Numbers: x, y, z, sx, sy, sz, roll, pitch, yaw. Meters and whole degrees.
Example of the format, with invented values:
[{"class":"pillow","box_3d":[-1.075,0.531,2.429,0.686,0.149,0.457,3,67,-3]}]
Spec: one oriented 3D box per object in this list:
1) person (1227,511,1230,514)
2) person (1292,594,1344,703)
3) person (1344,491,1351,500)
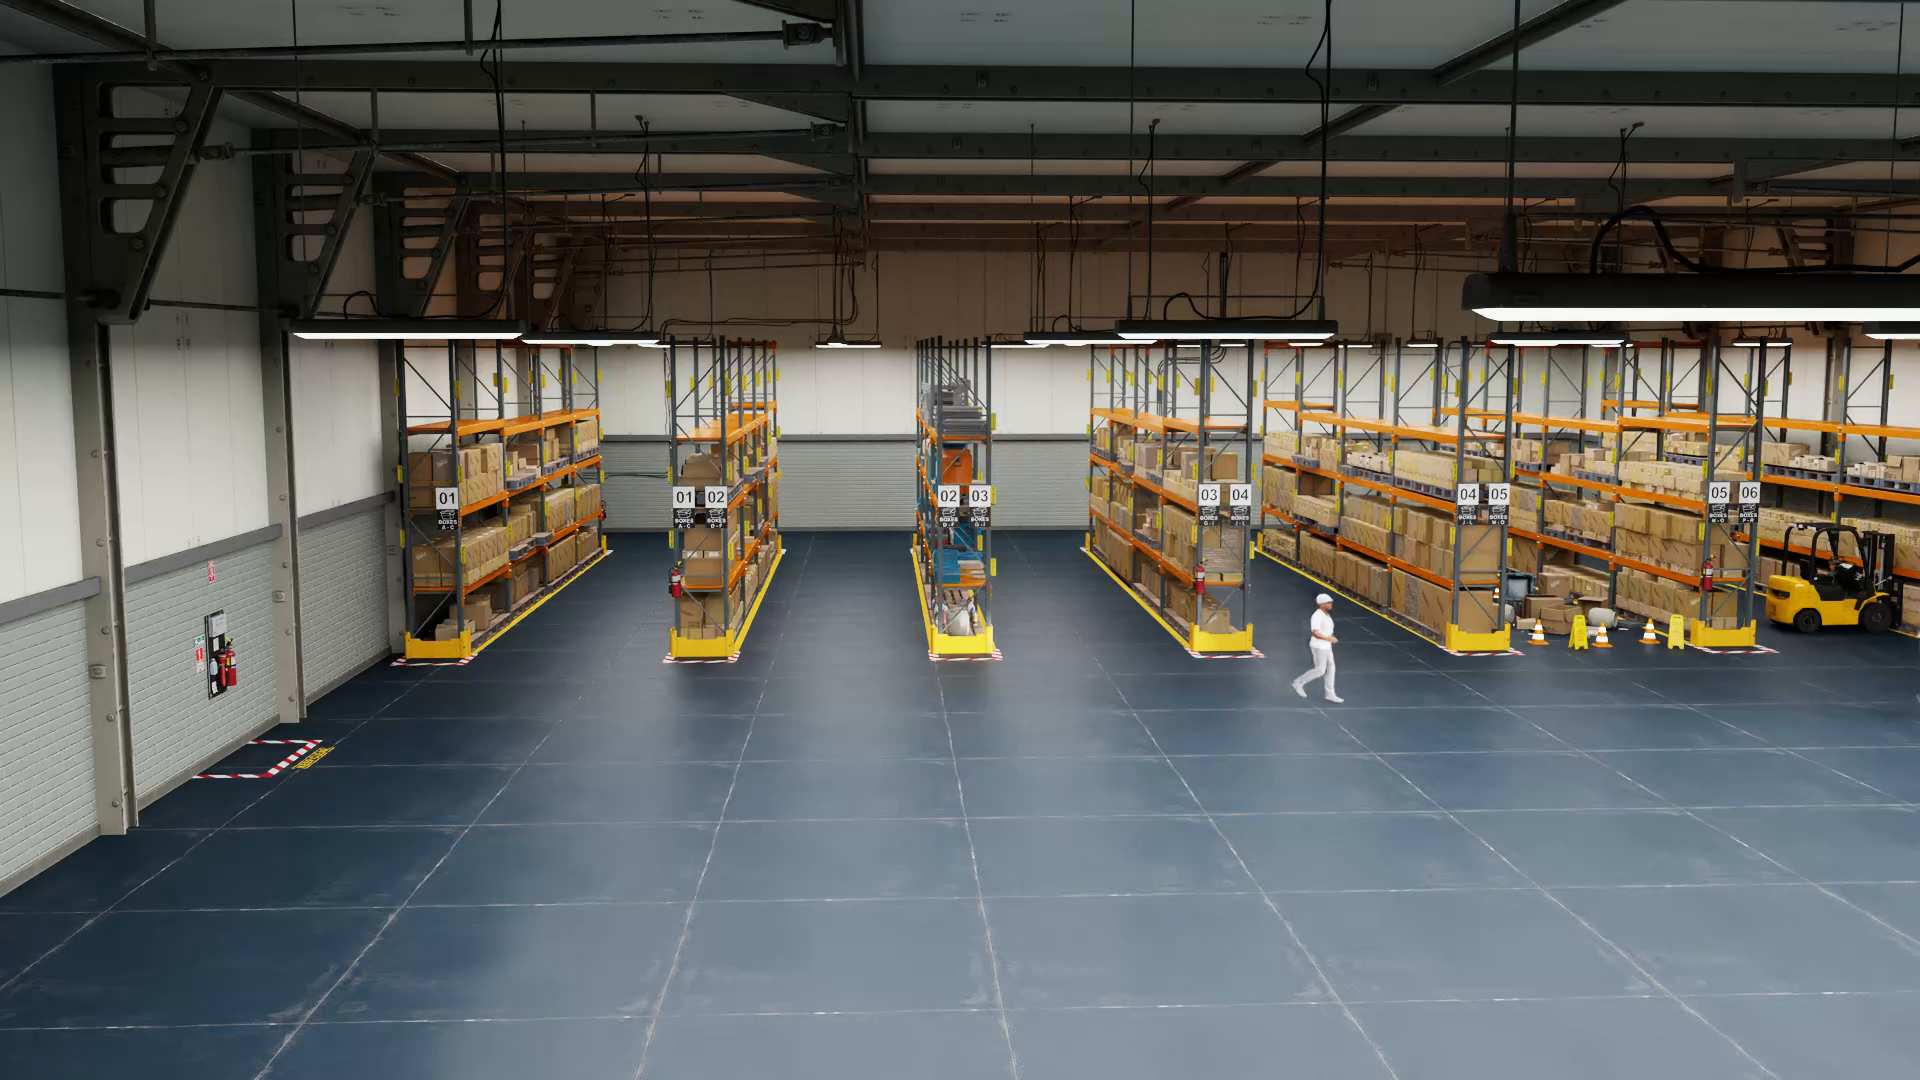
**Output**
[{"class":"person","box_3d":[7.478,-0.231,44.916,0.648,1.689,0.640,0,7,-4]},{"class":"person","box_3d":[5.891,1.761,27.242,0.841,1.776,0.725,3,7,25]},{"class":"person","box_3d":[11.474,-0.636,49.104,0.721,1.650,0.509,-1,7,-4]}]
